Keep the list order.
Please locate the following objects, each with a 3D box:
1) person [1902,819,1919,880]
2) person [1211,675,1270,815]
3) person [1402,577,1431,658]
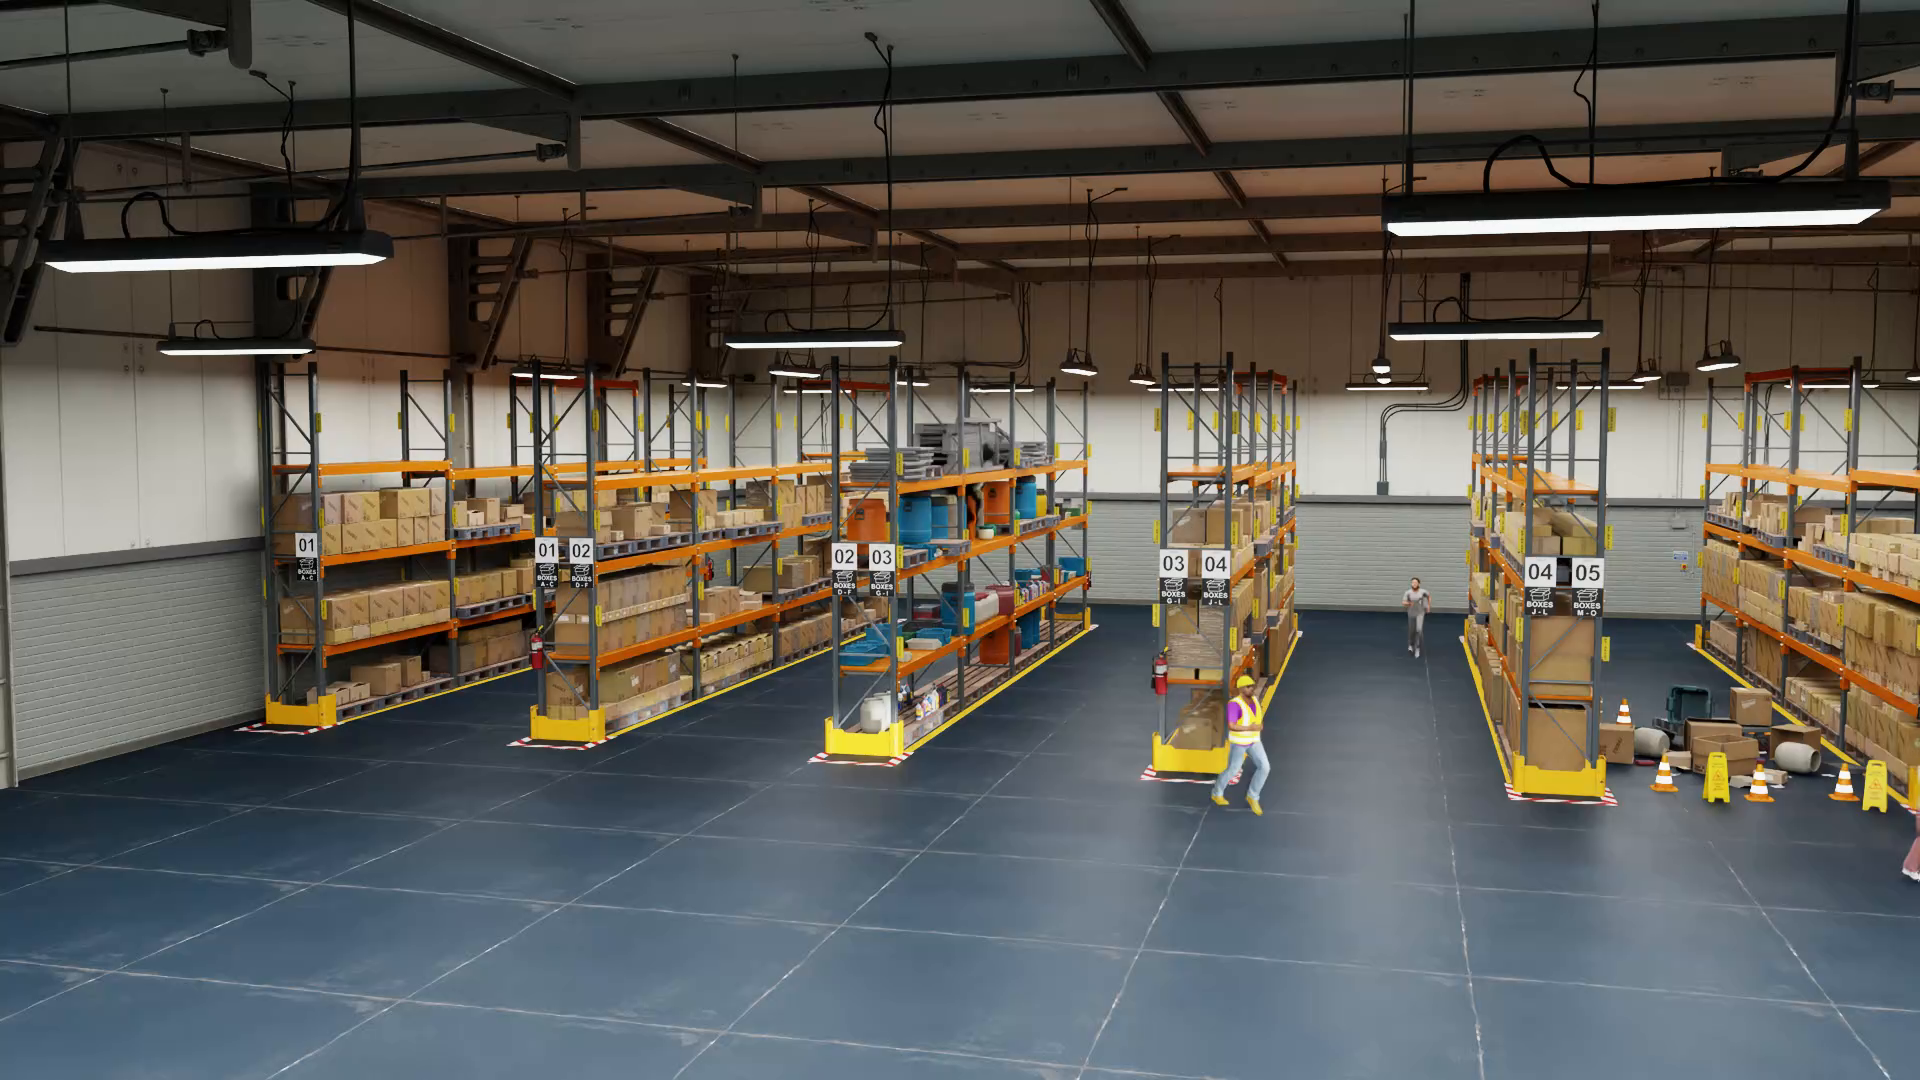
[{"bbox_3d":[10.525,2.913,17.873,0.541,1.681,0.769,-2,4,-21],"label":"person"},{"bbox_3d":[3.655,2.621,21.368,0.712,1.796,0.888,-3,5,-34],"label":"person"},{"bbox_3d":[9.836,1.650,35.828,0.576,1.709,0.894,1,4,19],"label":"person"}]
